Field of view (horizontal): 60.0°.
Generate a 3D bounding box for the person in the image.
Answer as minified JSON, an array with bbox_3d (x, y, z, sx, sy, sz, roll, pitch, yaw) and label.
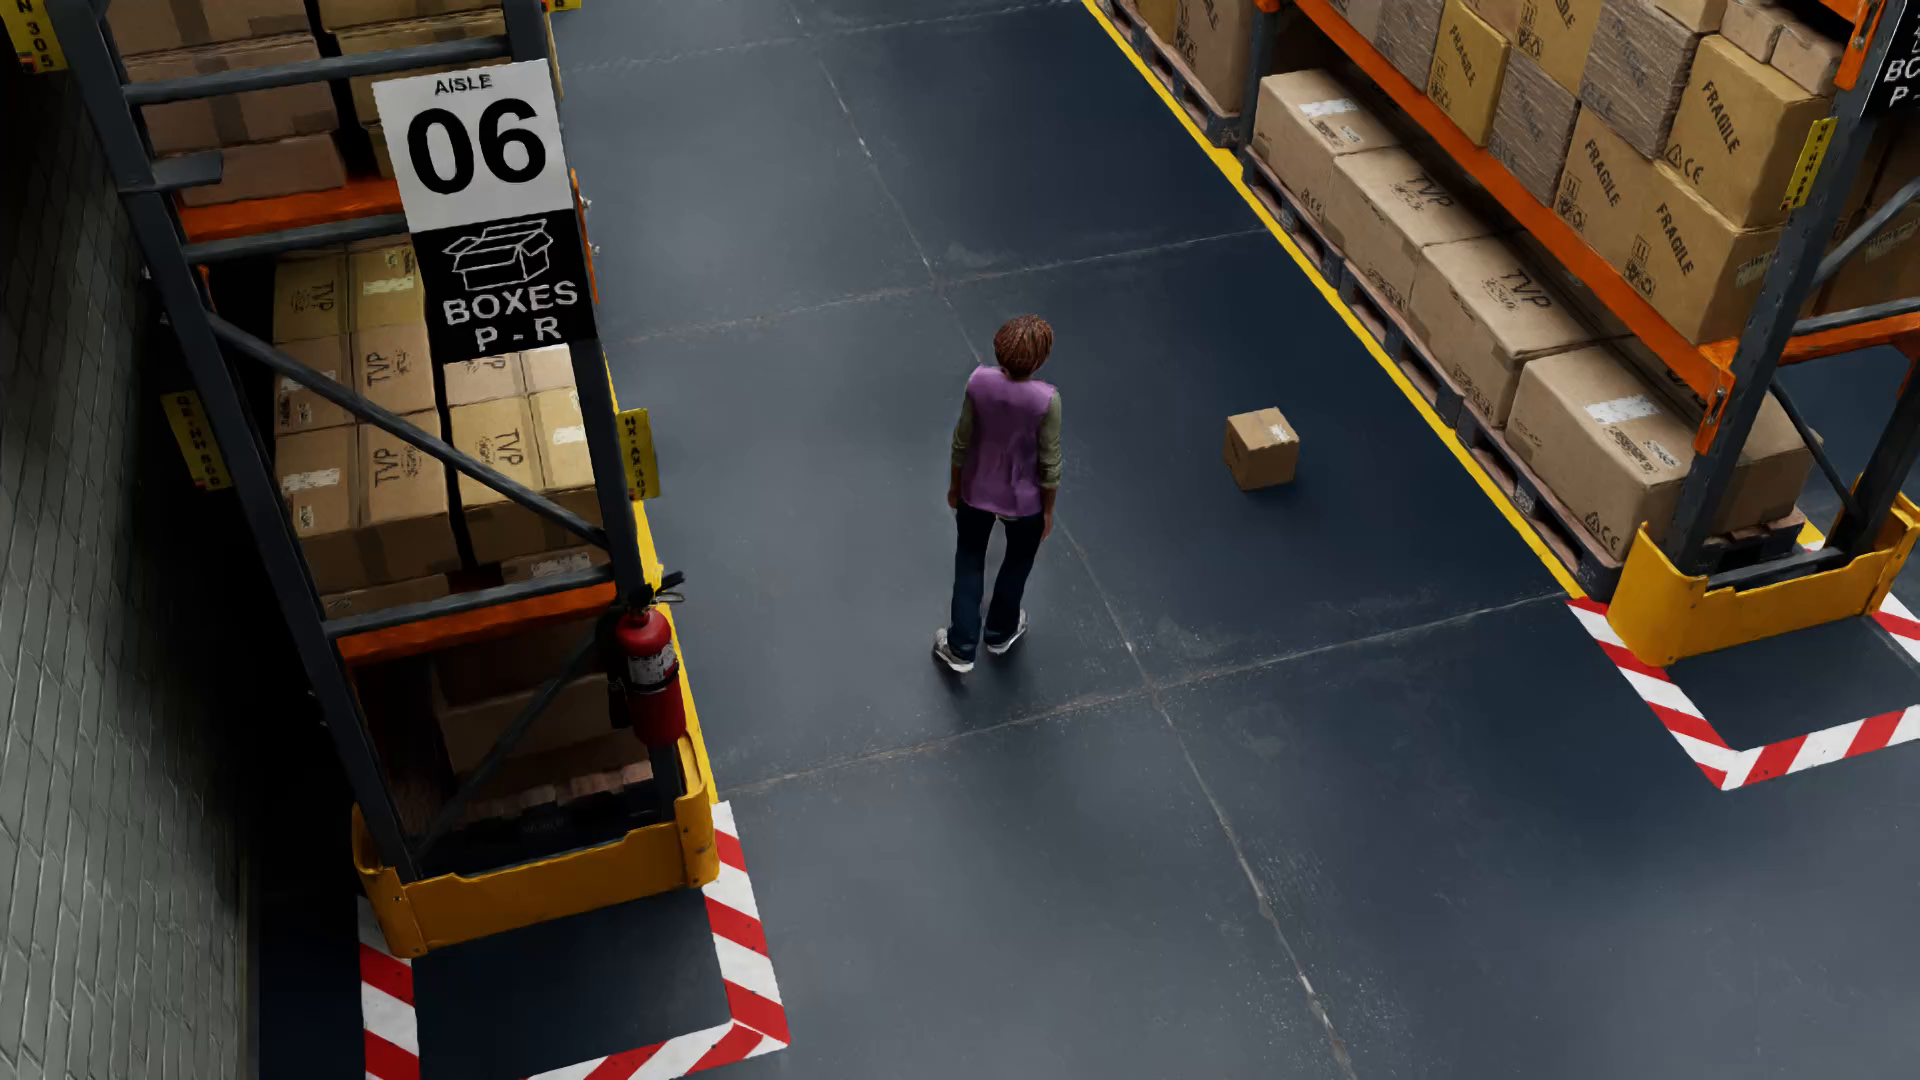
[{"bbox_3d":[0.141,-0.125,6.304,0.463,1.587,0.504,13,44,14],"label":"person"}]
